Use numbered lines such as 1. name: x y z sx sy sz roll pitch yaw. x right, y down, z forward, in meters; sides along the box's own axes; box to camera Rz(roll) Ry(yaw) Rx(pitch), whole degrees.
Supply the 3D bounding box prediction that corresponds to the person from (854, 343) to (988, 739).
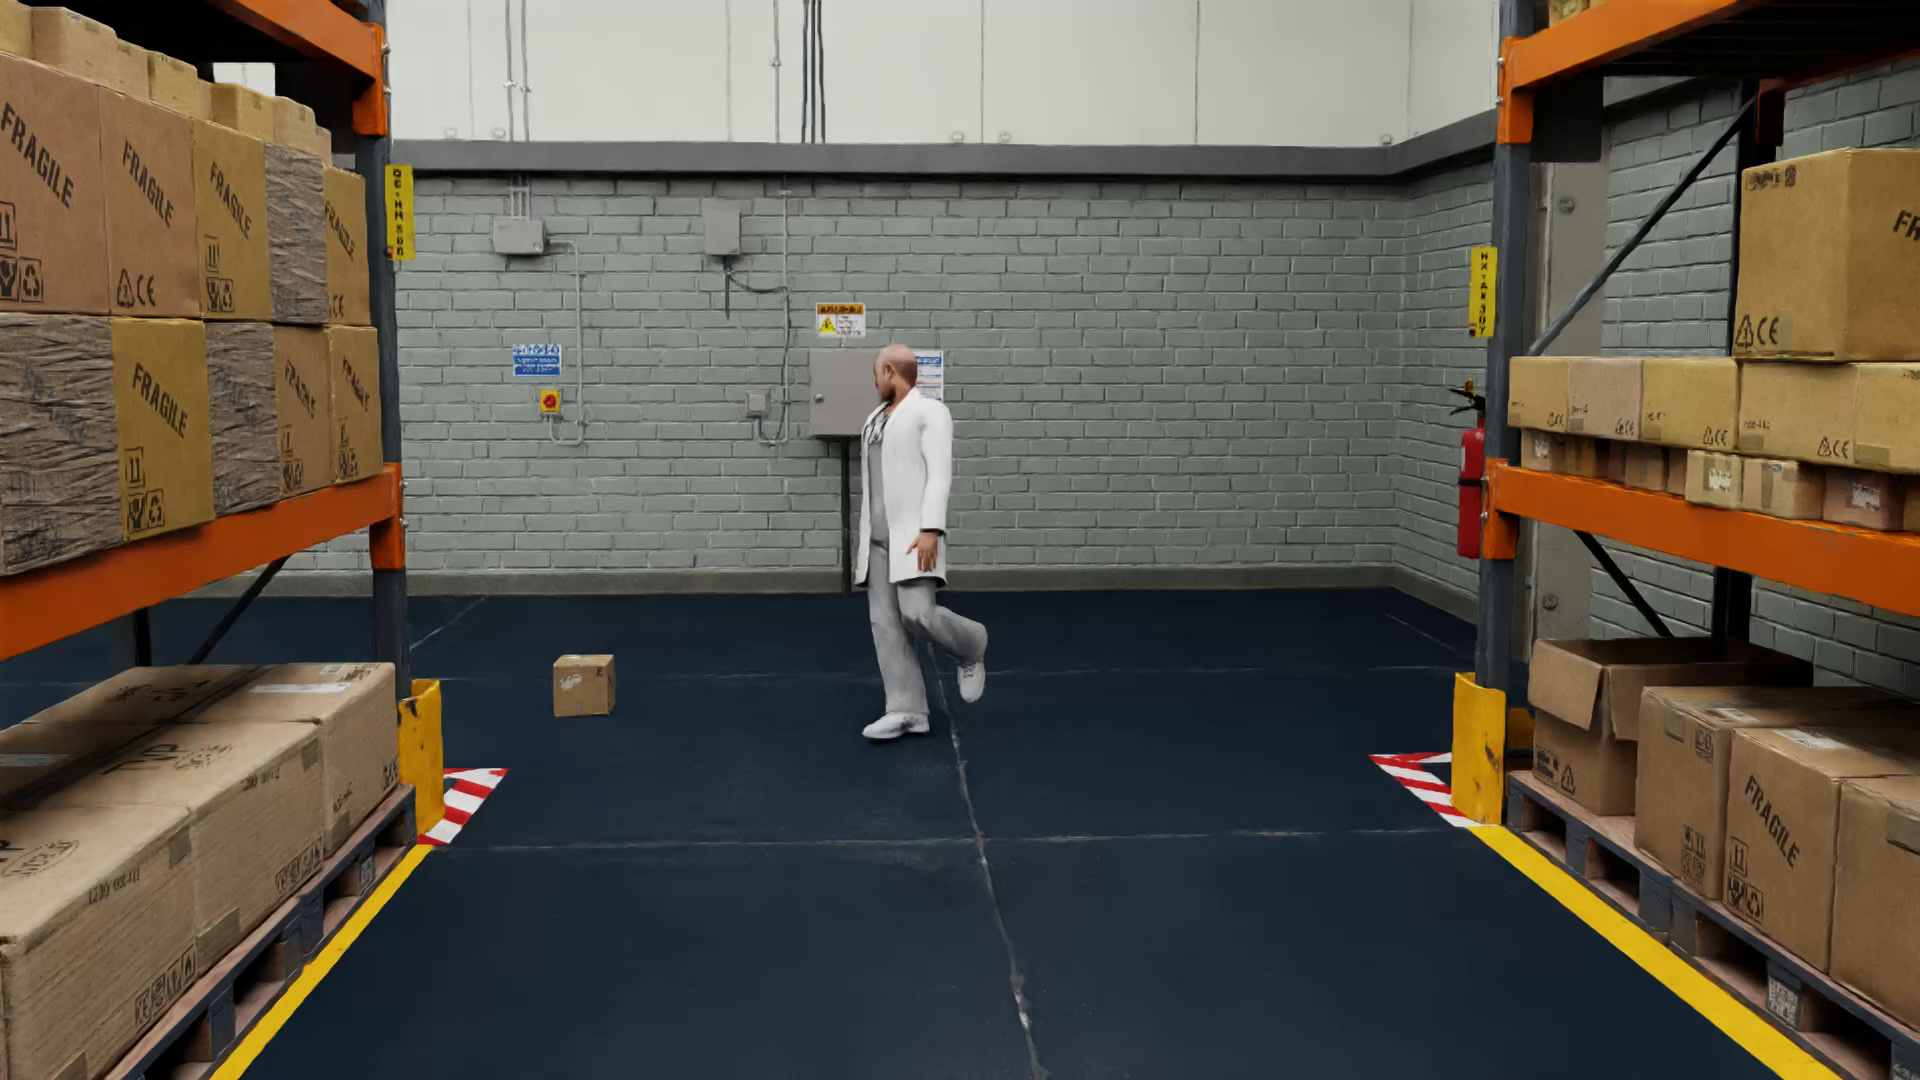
1. person: -0.235 -0.016 7.538 0.646 1.739 0.777 7 9 44
